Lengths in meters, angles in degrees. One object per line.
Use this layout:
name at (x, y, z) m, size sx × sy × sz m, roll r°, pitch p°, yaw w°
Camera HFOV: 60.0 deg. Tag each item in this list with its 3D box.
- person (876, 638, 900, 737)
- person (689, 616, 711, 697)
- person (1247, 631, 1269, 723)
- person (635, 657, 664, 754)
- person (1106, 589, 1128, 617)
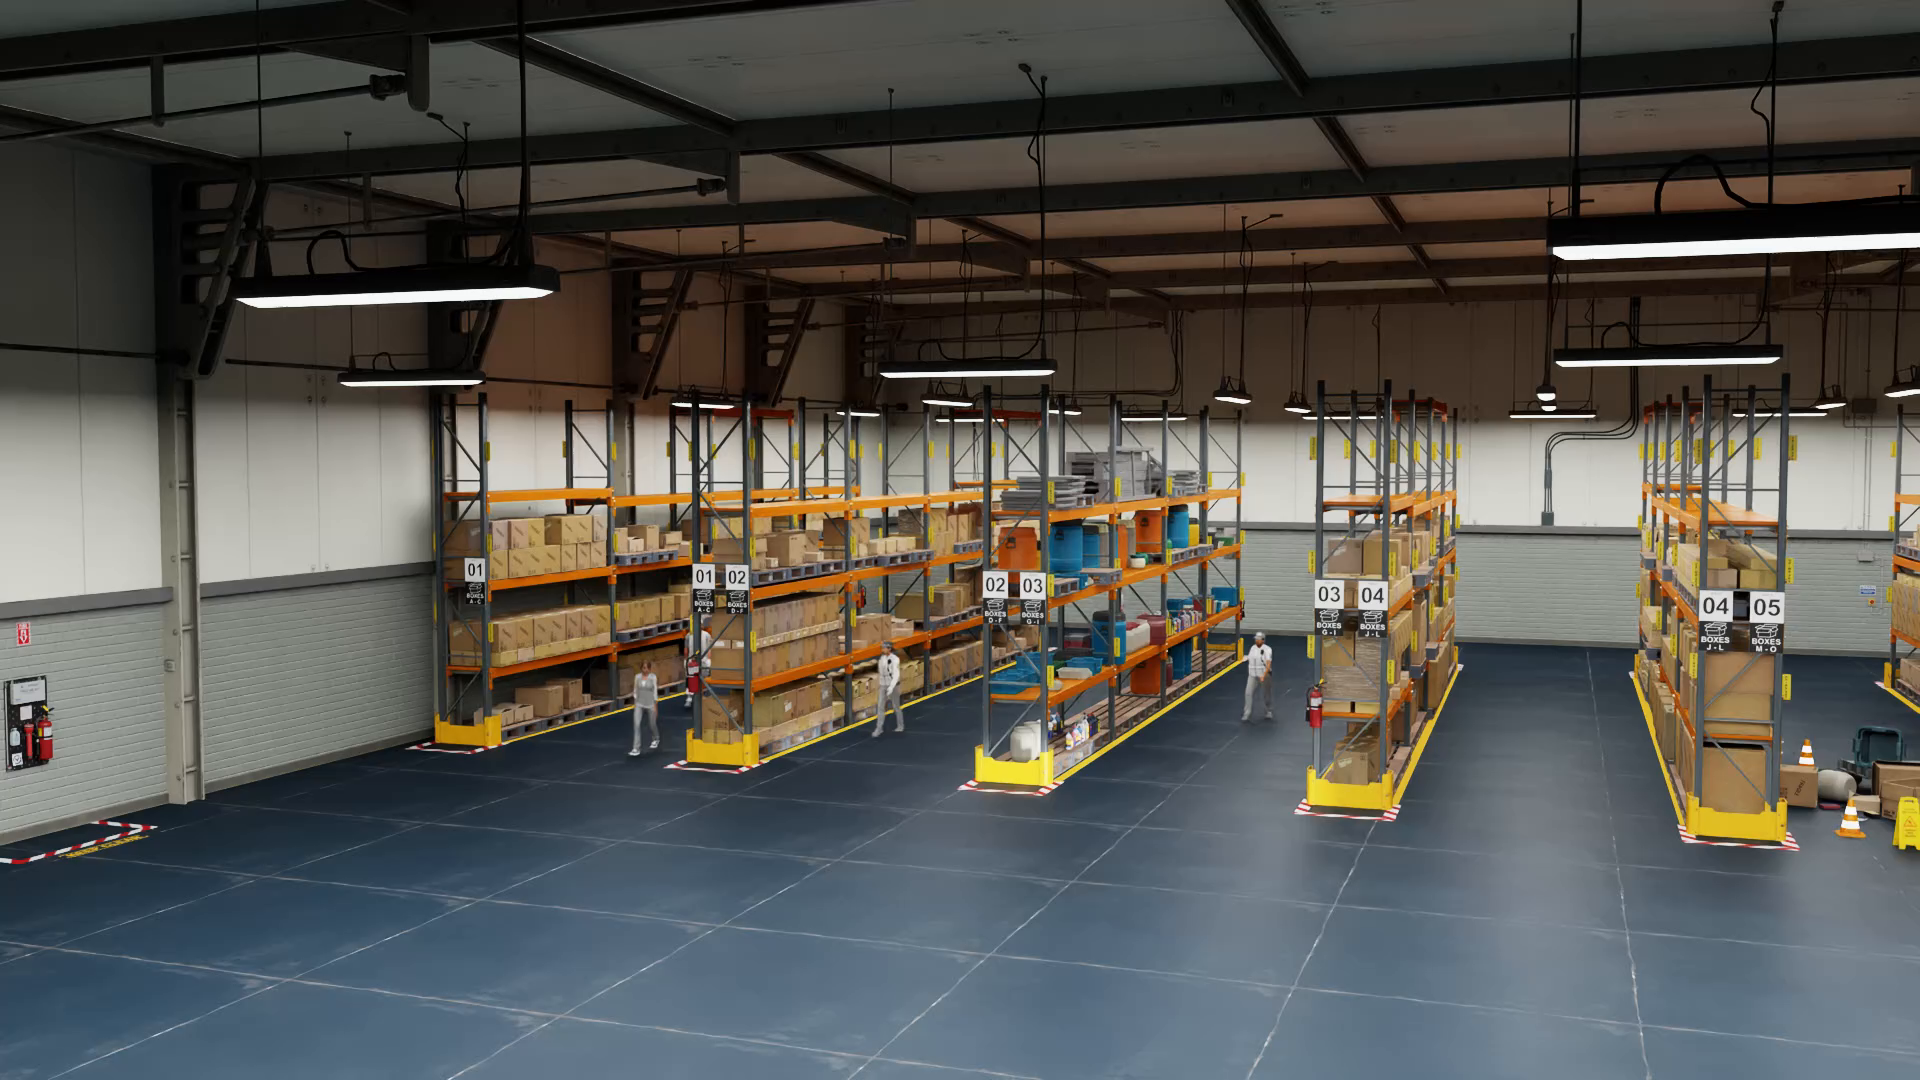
person at (-1.257, 2.612, 29.397) m, size 0.387 × 1.718 × 0.628 m, roll 0°, pitch 3°, yaw 4°
person at (-5.053, 2.386, 32.430) m, size 0.464 × 1.811 × 0.633 m, roll 1°, pitch 3°, yaw 24°
person at (5.533, 2.550, 30.915) m, size 0.421 × 1.718 × 0.492 m, roll 0°, pitch 3°, yaw 2°
person at (-5.170, 2.751, 27.471) m, size 0.415 × 1.628 × 0.455 m, roll 1°, pitch 3°, yaw 23°
person at (3.972, 1.867, 42.201) m, size 0.585 × 1.794 × 0.556 m, roll 0°, pitch 3°, yaw -4°
